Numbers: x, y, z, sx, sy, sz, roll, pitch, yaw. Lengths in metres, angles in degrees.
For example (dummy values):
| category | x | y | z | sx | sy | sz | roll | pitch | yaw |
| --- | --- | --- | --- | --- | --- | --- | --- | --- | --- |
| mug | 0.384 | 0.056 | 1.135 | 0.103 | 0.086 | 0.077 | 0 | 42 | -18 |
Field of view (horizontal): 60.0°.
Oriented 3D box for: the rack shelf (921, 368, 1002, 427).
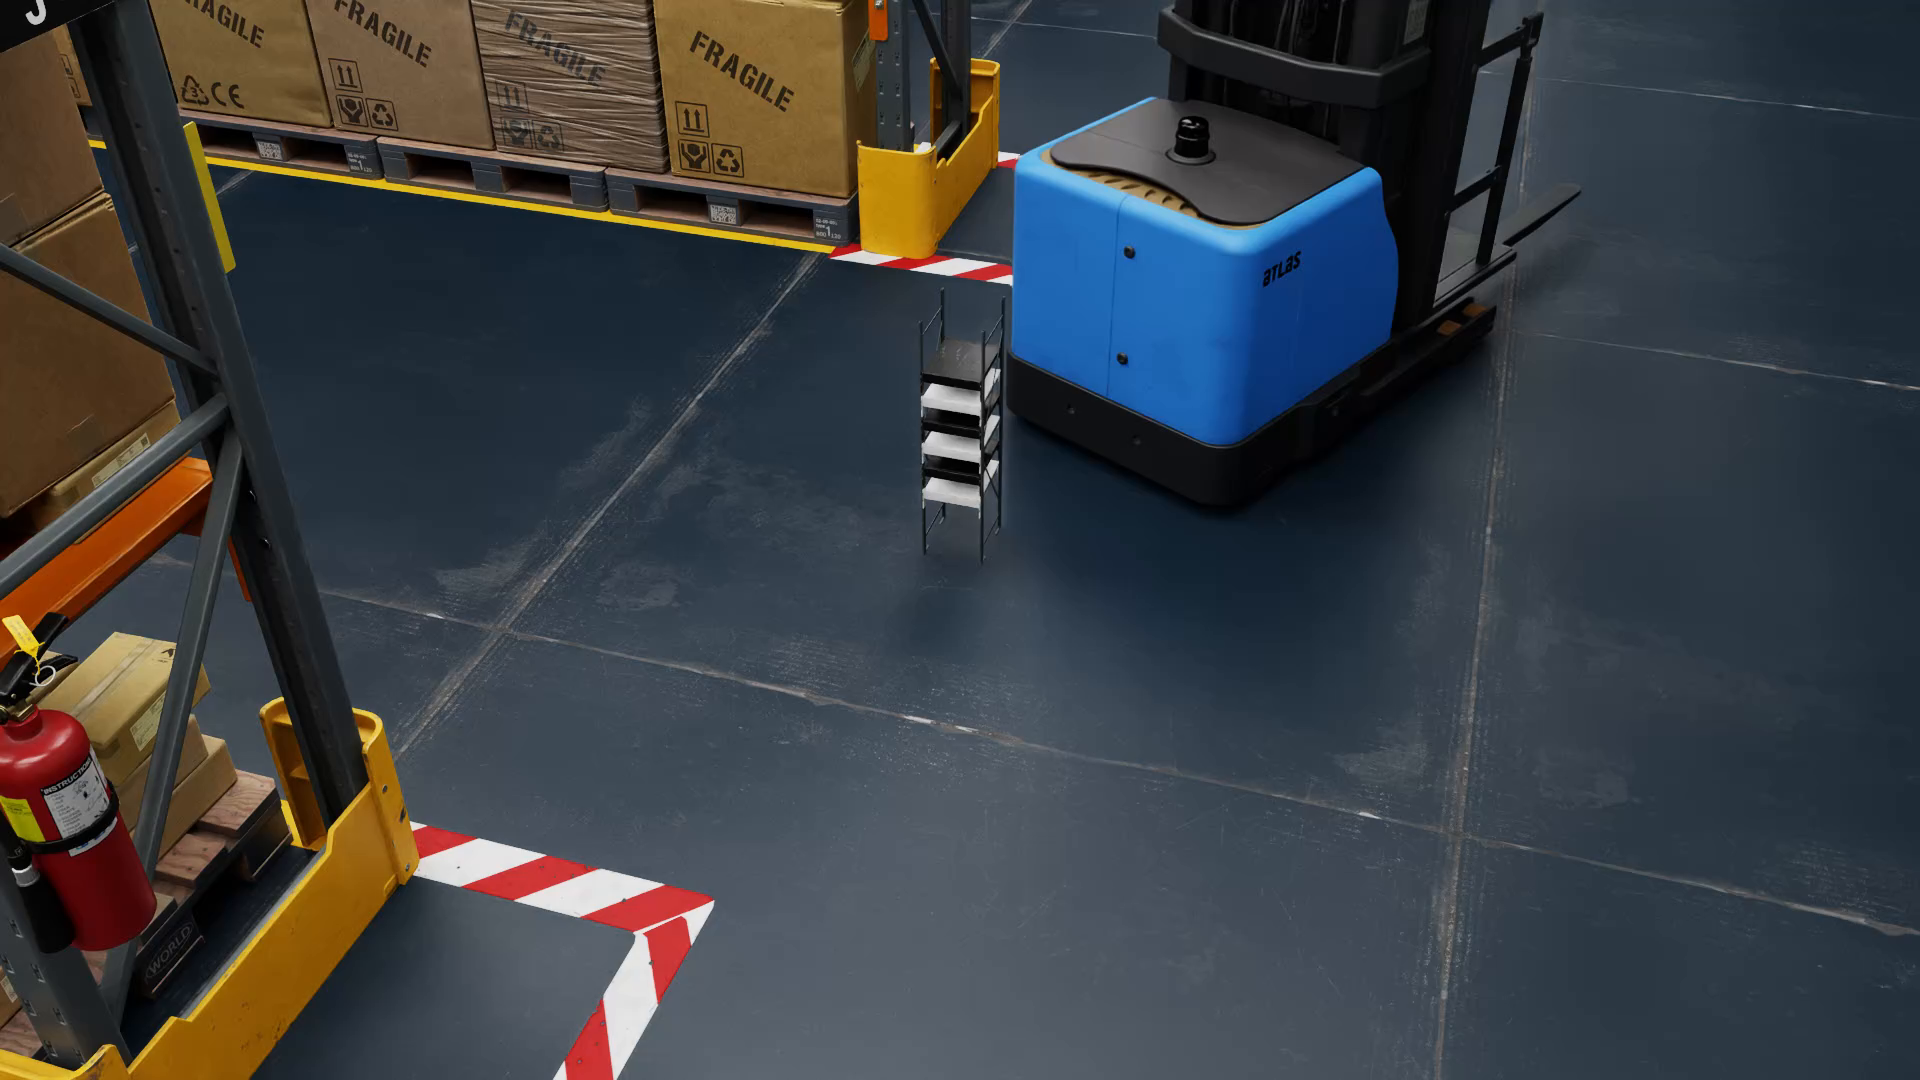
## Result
| category | x | y | z | sx | sy | sz | roll | pitch | yaw |
| --- | --- | --- | --- | --- | --- | --- | --- | --- | --- |
| rack shelf | 0.008 | -0.479 | 5.394 | 0.200 | 0.077 | 0.258 | 10 | 38 | 14 |

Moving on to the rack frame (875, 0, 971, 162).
| category | x | y | z | sx | sy | sz | roll | pitch | yaw |
| --- | --- | --- | --- | --- | --- | --- | --- | --- | --- |
| rack frame | -0.153 | -2.822 | 7.054 | 0.127 | 3.000 | 1.000 | 10 | 38 | 14 |

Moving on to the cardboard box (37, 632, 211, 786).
| category | x | y | z | sx | sy | sz | roll | pitch | yaw |
| --- | --- | --- | --- | --- | --- | --- | --- | --- | --- |
| cardboard box | -2.127 | 0.421 | 4.196 | 0.250 | 0.149 | 0.380 | 9 | 37 | 12 |

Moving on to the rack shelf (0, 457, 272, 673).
| category | x | y | z | sx | sy | sz | roll | pitch | yaw |
| --- | --- | --- | --- | --- | --- | --- | --- | --- | --- |
| rack shelf | -3.637 | -0.097 | 3.958 | 4.000 | 0.370 | 1.077 | 10 | 38 | 14 |

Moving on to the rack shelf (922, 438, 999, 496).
| category | x | y | z | sx | sy | sz | roll | pitch | yaw |
| --- | --- | --- | --- | --- | --- | --- | --- | --- | --- |
| rack shelf | 0.008 | -0.262 | 5.554 | 0.200 | 0.077 | 0.258 | 10 | 38 | 14 |

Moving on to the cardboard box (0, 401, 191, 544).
| category | x | y | z | sx | sy | sz | roll | pitch | yaw |
| --- | --- | --- | --- | --- | --- | --- | --- | --- | --- |
| cardboard box | -1.940 | -0.175 | 3.669 | 0.250 | 0.149 | 0.380 | 10 | 38 | 14 |

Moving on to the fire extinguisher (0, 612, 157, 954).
| category | x | y | z | sx | sy | sz | roll | pitch | yaw |
| --- | --- | --- | --- | --- | --- | --- | --- | --- | --- |
| fire extinguisher | -1.625 | 0.454 | 2.983 | 0.183 | 0.674 | 0.296 | 10 | 38 | 14 |

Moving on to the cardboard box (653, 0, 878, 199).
| category | x | y | z | sx | sy | sz | roll | pitch | yaw |
| --- | --- | --- | --- | --- | --- | --- | --- | --- | --- |
| cardboard box | -0.787 | -2.203 | 7.651 | 0.875 | 0.875 | 0.875 | 10 | 38 | 14 |

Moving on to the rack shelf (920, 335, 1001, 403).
| category | x | y | z | sx | sy | sz | roll | pitch | yaw |
| --- | --- | --- | --- | --- | --- | --- | --- | --- | --- |
| rack shelf | 0.008 | -0.552 | 5.341 | 0.200 | 0.077 | 0.258 | 10 | 38 | 14 |

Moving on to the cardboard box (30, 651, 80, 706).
| category | x | y | z | sx | sy | sz | roll | pitch | yaw |
| --- | --- | --- | --- | --- | --- | --- | --- | --- | --- |
| cardboard box | -2.426 | 0.441 | 4.170 | 0.250 | 0.149 | 0.380 | 11 | 38 | 15 |

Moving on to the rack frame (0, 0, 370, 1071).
| category | x | y | z | sx | sy | sz | roll | pitch | yaw |
| --- | --- | --- | --- | --- | --- | --- | --- | --- | --- |
| rack frame | -1.728 | -0.033 | 3.265 | 0.127 | 3.000 | 1.000 | 10 | 38 | 14 |

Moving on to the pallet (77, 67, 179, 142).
| category | x | y | z | sx | sy | sz | roll | pitch | yaw |
| --- | --- | --- | --- | --- | --- | --- | --- | --- | --- |
| pallet | -4.730 | -2.500 | 8.968 | 1.213 | 0.211 | 1.003 | 10 | 38 | 14 |

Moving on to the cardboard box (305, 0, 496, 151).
| category | x | y | z | sx | sy | sz | roll | pitch | yaw |
| --- | --- | --- | --- | --- | --- | --- | --- | --- | --- |
| cardboard box | -2.506 | -2.521 | 8.083 | 0.875 | 0.875 | 0.875 | 10 | 38 | 14 |

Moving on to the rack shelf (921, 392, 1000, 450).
| category | x | y | z | sx | sy | sz | roll | pitch | yaw |
| --- | --- | --- | --- | --- | --- | --- | --- | --- | --- |
| rack shelf | 0.008 | -0.407 | 5.448 | 0.200 | 0.077 | 0.258 | 10 | 38 | 14 |

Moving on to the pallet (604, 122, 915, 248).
| category | x | y | z | sx | sy | sz | roll | pitch | yaw |
| --- | --- | --- | --- | --- | --- | --- | --- | --- | --- |
| pallet | -0.939 | -1.796 | 8.012 | 1.213 | 0.211 | 1.003 | 10 | 38 | 14 |

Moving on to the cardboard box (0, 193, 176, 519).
| category | x | y | z | sx | sy | sz | roll | pitch | yaw |
| --- | --- | --- | --- | --- | --- | --- | --- | --- | --- |
| cardboard box | -2.074 | -0.429 | 3.467 | 0.500 | 0.500 | 0.500 | 12 | 38 | 16 |

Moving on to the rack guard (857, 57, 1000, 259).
| category | x | y | z | sx | sy | sz | roll | pitch | yaw |
| --- | --- | --- | --- | --- | --- | --- | --- | --- | --- |
| rack guard | -0.130 | -1.811 | 7.789 | 0.348 | 0.500 | 1.175 | 10 | 38 | 14 |

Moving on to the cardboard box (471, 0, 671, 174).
| category | x | y | z | sx | sy | sz | roll | pitch | yaw |
| --- | --- | --- | --- | --- | --- | --- | --- | --- | --- |
| cardboard box | -1.656 | -2.364 | 7.870 | 0.875 | 0.875 | 0.875 | 10 | 38 | 14 |

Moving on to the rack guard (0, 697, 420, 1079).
| category | x | y | z | sx | sy | sz | roll | pitch | yaw |
| --- | --- | --- | --- | --- | --- | --- | --- | --- | --- |
| rack guard | -1.801 | 0.960 | 4.024 | 0.348 | 0.500 | 1.175 | 10 | 38 | 14 |

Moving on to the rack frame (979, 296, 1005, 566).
| category | x | y | z | sx | sy | sz | roll | pitch | yaw |
| --- | --- | --- | --- | --- | --- | --- | --- | --- | --- |
| rack frame | 0.105 | -0.343 | 5.457 | 0.006 | 0.900 | 0.240 | 10 | 38 | 14 |

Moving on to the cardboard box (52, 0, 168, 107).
| category | x | y | z | sx | sy | sz | roll | pitch | yaw |
| --- | --- | --- | --- | --- | --- | --- | --- | --- | --- |
| cardboard box | -4.588 | -2.944 | 8.658 | 0.875 | 0.875 | 1.225 | 11 | 38 | 14 |

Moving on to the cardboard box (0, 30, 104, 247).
| category | x | y | z | sx | sy | sz | roll | pitch | yaw |
| --- | --- | --- | --- | --- | --- | --- | --- | --- | --- |
| cardboard box | -2.078 | -0.826 | 3.163 | 0.500 | 0.500 | 0.500 | 10 | 38 | 14 |

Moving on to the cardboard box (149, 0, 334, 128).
| category | x | y | z | sx | sy | sz | roll | pitch | yaw |
| --- | --- | --- | --- | --- | --- | --- | --- | --- | --- |
| cardboard box | -3.365 | -2.680 | 8.299 | 0.875 | 0.875 | 0.875 | 10 | 38 | 14 |

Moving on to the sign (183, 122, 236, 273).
| category | x | y | z | sx | sy | sz | roll | pitch | yaw |
| --- | --- | --- | --- | --- | --- | --- | --- | --- | --- |
| sign | -1.567 | -0.689 | 3.425 | 0.005 | 0.325 | 0.100 | 10 | 38 | 14 |

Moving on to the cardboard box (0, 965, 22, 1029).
| category | x | y | z | sx | sy | sz | roll | pitch | yaw |
| --- | --- | --- | --- | --- | --- | --- | --- | --- | --- |
| cardboard box | -2.293 | 0.971 | 3.952 | 0.250 | 0.149 | 0.380 | 11 | 38 | 15 |

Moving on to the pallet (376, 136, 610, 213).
| category | x | y | z | sx | sy | sz | roll | pitch | yaw |
| --- | --- | --- | --- | --- | --- | --- | --- | --- | --- |
| pallet | -2.100 | -2.013 | 8.306 | 1.213 | 0.211 | 1.003 | 10 | 38 | 14 |

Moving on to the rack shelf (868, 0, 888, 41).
| category | x | y | z | sx | sy | sz | roll | pitch | yaw |
| --- | --- | --- | --- | --- | --- | --- | --- | --- | --- |
| rack shelf | -2.062 | -2.886 | 7.747 | 4.000 | 0.370 | 1.077 | 10 | 38 | 14 |

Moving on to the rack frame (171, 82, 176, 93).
| category | x | y | z | sx | sy | sz | roll | pitch | yaw |
| --- | --- | --- | --- | --- | --- | --- | --- | --- | --- |
| rack frame | -3.971 | -3.529 | 8.014 | 0.127 | 3.000 | 1.000 | 10 | 38 | 14 |

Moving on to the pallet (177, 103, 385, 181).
| category | x | y | z | sx | sy | sz | roll | pitch | yaw |
| --- | --- | --- | --- | --- | --- | --- | --- | --- | --- |
| pallet | -3.268 | -2.227 | 8.598 | 1.213 | 0.211 | 1.003 | 10 | 38 | 14 |

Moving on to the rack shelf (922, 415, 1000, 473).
| category | x | y | z | sx | sy | sz | roll | pitch | yaw |
| --- | --- | --- | --- | --- | --- | --- | --- | --- | --- |
| rack shelf | 0.008 | -0.334 | 5.501 | 0.200 | 0.077 | 0.258 | 10 | 38 | 14 |

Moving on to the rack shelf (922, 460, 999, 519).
| category | x | y | z | sx | sy | sz | roll | pitch | yaw |
| --- | --- | --- | --- | --- | --- | --- | --- | --- | --- |
| rack shelf | 0.008 | -0.189 | 5.608 | 0.200 | 0.077 | 0.258 | 10 | 38 | 14 |

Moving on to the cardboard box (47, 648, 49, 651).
| category | x | y | z | sx | sy | sz | roll | pitch | yaw |
| --- | --- | --- | --- | --- | --- | --- | --- | --- | --- |
| cardboard box | -2.628 | 0.323 | 4.329 | 0.250 | 0.149 | 0.380 | 10 | 38 | 14 |

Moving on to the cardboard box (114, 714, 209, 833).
| category | x | y | z | sx | sy | sz | roll | pitch | yaw |
| --- | --- | --- | --- | --- | --- | --- | --- | --- | --- |
| cardboard box | -2.152 | 0.588 | 4.220 | 0.250 | 0.149 | 0.380 | 12 | 38 | 16 |

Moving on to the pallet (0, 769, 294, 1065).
| category | x | y | z | sx | sy | sz | roll | pitch | yaw |
| --- | --- | --- | --- | --- | --- | --- | --- | --- | --- |
| pallet | -2.566 | 0.913 | 4.332 | 1.213 | 0.211 | 1.003 | 10 | 38 | 14 |

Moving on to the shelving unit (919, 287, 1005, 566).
| category | x | y | z | sx | sy | sz | roll | pitch | yaw |
| --- | --- | --- | --- | --- | --- | --- | --- | --- | --- |
| shelving unit | 0.008 | -0.361 | 5.481 | 0.210 | 0.900 | 0.258 | 10 | 38 | 14 |

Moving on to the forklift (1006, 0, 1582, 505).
| category | x | y | z | sx | sy | sz | roll | pitch | yaw |
| --- | --- | --- | --- | --- | --- | --- | --- | --- | --- |
| forklift | 1.548 | -2.084 | 6.109 | 1.130 | 2.935 | 3.031 | 29 | 45 | 33 |

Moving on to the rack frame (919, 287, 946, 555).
| category | x | y | z | sx | sy | sz | roll | pitch | yaw |
| --- | --- | --- | --- | --- | --- | --- | --- | --- | --- |
| rack frame | -0.089 | -0.379 | 5.506 | 0.006 | 0.900 | 0.240 | 10 | 38 | 14 |

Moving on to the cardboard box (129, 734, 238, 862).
| category | x | y | z | sx | sy | sz | roll | pitch | yaw |
| --- | --- | --- | --- | --- | --- | --- | --- | --- | --- |
| cardboard box | -2.133 | 0.672 | 4.357 | 0.250 | 0.149 | 0.380 | 11 | 38 | 15 |
